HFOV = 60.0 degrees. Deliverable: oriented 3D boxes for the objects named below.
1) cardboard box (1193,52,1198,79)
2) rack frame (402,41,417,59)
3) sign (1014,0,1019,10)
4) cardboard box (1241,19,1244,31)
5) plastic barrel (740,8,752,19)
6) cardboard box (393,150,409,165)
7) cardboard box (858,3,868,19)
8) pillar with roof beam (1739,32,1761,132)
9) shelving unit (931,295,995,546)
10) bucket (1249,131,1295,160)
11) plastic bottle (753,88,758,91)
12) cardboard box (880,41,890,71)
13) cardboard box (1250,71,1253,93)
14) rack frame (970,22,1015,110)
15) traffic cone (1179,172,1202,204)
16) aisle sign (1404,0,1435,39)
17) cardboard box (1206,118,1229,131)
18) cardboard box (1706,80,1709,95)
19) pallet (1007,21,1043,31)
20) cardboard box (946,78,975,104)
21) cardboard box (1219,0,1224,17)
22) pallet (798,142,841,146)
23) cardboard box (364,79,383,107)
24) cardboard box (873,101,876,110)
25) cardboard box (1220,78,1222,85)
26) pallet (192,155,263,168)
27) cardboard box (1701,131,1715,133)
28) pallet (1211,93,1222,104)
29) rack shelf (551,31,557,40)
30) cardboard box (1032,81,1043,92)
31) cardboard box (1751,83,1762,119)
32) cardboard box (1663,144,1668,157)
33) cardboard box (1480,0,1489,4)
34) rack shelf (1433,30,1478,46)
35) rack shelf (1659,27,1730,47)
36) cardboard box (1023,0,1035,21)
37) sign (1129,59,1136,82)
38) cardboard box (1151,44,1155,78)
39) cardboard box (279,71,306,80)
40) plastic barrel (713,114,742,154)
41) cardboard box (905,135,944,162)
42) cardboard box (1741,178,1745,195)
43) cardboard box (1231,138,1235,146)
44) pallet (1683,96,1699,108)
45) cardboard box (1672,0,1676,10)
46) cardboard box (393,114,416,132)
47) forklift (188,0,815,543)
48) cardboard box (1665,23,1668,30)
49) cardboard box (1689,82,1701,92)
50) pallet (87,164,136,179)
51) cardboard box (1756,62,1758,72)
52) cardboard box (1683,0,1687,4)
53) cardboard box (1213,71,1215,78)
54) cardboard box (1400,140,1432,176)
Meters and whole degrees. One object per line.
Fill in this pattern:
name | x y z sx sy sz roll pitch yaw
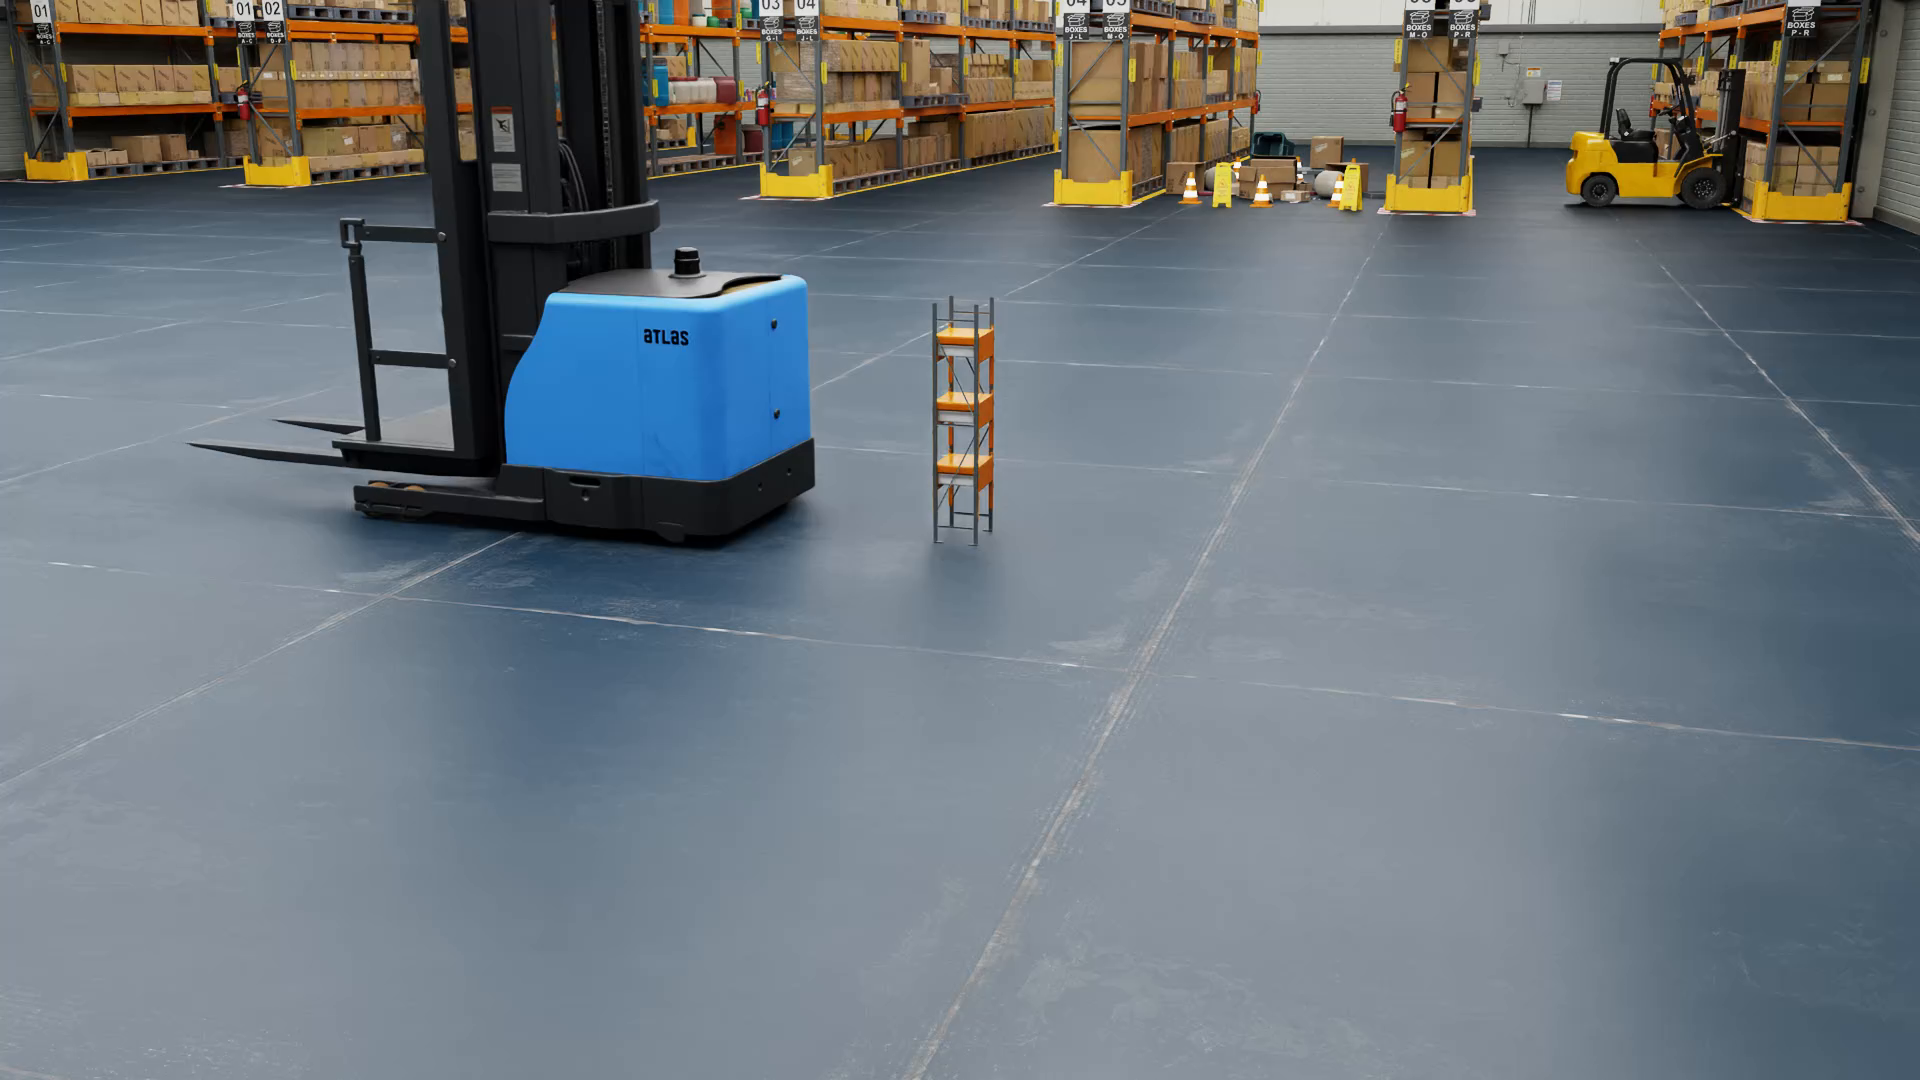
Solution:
cardboard box | 4.184 -9.127 31.996 0.700 0.500 0.500 5 16 16
rack frame | -13.516 -11.325 41.759 1.000 3.000 0.127 5 16 16
sign | 1.254 -11.976 37.034 0.100 0.325 0.005 5 16 16
cardboard box | 5.976 -11.365 36.678 0.500 0.250 0.500 4 16 15
plastic barrel | -4.633 -11.340 35.830 0.294 0.245 0.294 0 16 0
cardboard box | -11.113 -7.460 32.401 0.500 0.250 0.500 5 16 16
cardboard box | -1.866 -8.911 28.027 0.500 0.250 0.500 5 17 18
pillar with roof beam | 11.927 -12.352 34.388 9.100 9.000 0.400 5 16 16
shelving unit | 0.015 -0.519 7.235 0.215 1.050 0.252 5 16 16
bucket | 5.356 -6.610 28.352 0.726 0.611 0.620 11 9 35
plastic bottle | -4.632 -10.151 37.849 0.152 0.276 0.135 5 16 16
cardboard box | -1.547 -8.482 29.175 0.500 0.500 0.500 5 16 16
cardboard box | 6.562 -10.727 38.924 0.500 0.500 0.500 4 16 15
rack frame | 0.731 -10.172 37.696 1.000 3.000 0.127 5 16 16
traffic cone | 3.560 -5.430 25.626 0.336 0.463 0.334 5 16 16
aisle sign | 6.526 -7.521 23.586 0.394 0.787 0.004 5 16 16
cardboard box | 5.488 -8.907 35.673 0.500 0.250 0.500 4 16 14
cardboard box | 13.352 -7.914 29.092 0.500 0.250 0.500 5 17 18
pallet | 1.322 -12.104 39.173 1.003 0.211 1.213 5 16 16
cardboard box | -0.007 -9.280 34.367 0.500 0.500 0.500 5 17 18
cardboard box | 5.244 -11.364 35.447 0.700 0.500 0.500 5 16 16
pallet | -3.501 -9.731 41.249 1.003 0.211 1.213 5 16 16
cardboard box | -11.449 -8.511 31.655 0.700 0.500 0.500 5 17 17
cardboard box | -1.692 -7.625 29.175 0.380 0.149 0.250 5 16 16
cardboard box | 5.313 -9.661 35.038 0.380 0.149 0.250 4 16 14
pallet | -15.570 -8.094 35.479 1.003 0.211 1.213 5 16 16
cardboard box | 13.918 -7.573 31.155 0.380 0.149 0.250 4 16 14
pallet | 4.844 -9.144 34.421 1.003 0.211 1.213 5 16 16
rack shelf | -9.334 -11.515 38.252 1.077 0.370 4.000 5 16 16
cardboard box | 1.695 -10.877 39.909 0.500 0.250 0.500 4 16 14
cardboard box | 11.772 -6.347 24.026 0.500 0.500 0.500 4 16 15
cardboard box | 14.971 -8.169 34.873 0.396 0.266 0.258 5 17 18
cardboard box | 8.509 -9.006 27.591 0.500 0.250 0.500 4 16 14
rack shelf | 9.664 -9.978 32.831 1.077 0.370 4.000 5 16 16
rack shelf | 15.561 -10.640 35.167 1.077 0.370 4.000 5 16 16
cardboard box | 1.337 -12.389 38.879 0.700 0.500 0.500 5 17 18
sign | 2.578 -7.032 24.892 0.100 0.325 0.005 5 16 16
cardboard box | 2.716 -7.883 27.370 0.875 0.550 0.550 5 16 16
cardboard box | -11.858 -8.248 29.541 0.380 0.149 0.250 5 16 15
plastic barrel | -5.032 -8.797 36.056 0.600 0.830 0.708 5 16 16
cardboard box | -0.722 -7.812 33.149 0.700 0.500 0.500 3 16 11
cardboard box | 11.714 -5.167 24.318 0.500 0.250 0.500 5 17 16
cardboard box | 5.867 -8.805 36.785 0.380 0.149 0.250 5 17 18
pallet | 13.981 -8.064 30.615 1.213 0.211 1.003 5 16 16
cardboard box | 15.335 -11.326 35.081 0.500 0.250 0.500 5 17 17
cardboard box | -13.826 -10.080 40.539 0.750 0.750 0.750 5 17 18
forklift | -2.269 -1.621 7.675 3.031 2.935 1.130 5 17 19
cardboard box | 15.507 -11.130 36.035 0.380 0.149 0.250 5 17 17
cardboard box | 13.845 -8.405 30.969 0.500 0.250 0.500 4 16 13
pallet | -16.640 -7.073 31.881 1.003 0.211 1.213 5 16 16
cardboard box | 12.054 -7.027 24.689 0.380 0.149 0.250 5 16 16
cardboard box | 14.367 -10.553 32.503 0.380 0.149 0.250 4 16 15
cardboard box | 5.010 -9.532 34.040 0.380 0.149 0.250 5 17 18
cardboard box | 6.800 -5.734 24.944 0.500 0.500 0.500 5 17 16
